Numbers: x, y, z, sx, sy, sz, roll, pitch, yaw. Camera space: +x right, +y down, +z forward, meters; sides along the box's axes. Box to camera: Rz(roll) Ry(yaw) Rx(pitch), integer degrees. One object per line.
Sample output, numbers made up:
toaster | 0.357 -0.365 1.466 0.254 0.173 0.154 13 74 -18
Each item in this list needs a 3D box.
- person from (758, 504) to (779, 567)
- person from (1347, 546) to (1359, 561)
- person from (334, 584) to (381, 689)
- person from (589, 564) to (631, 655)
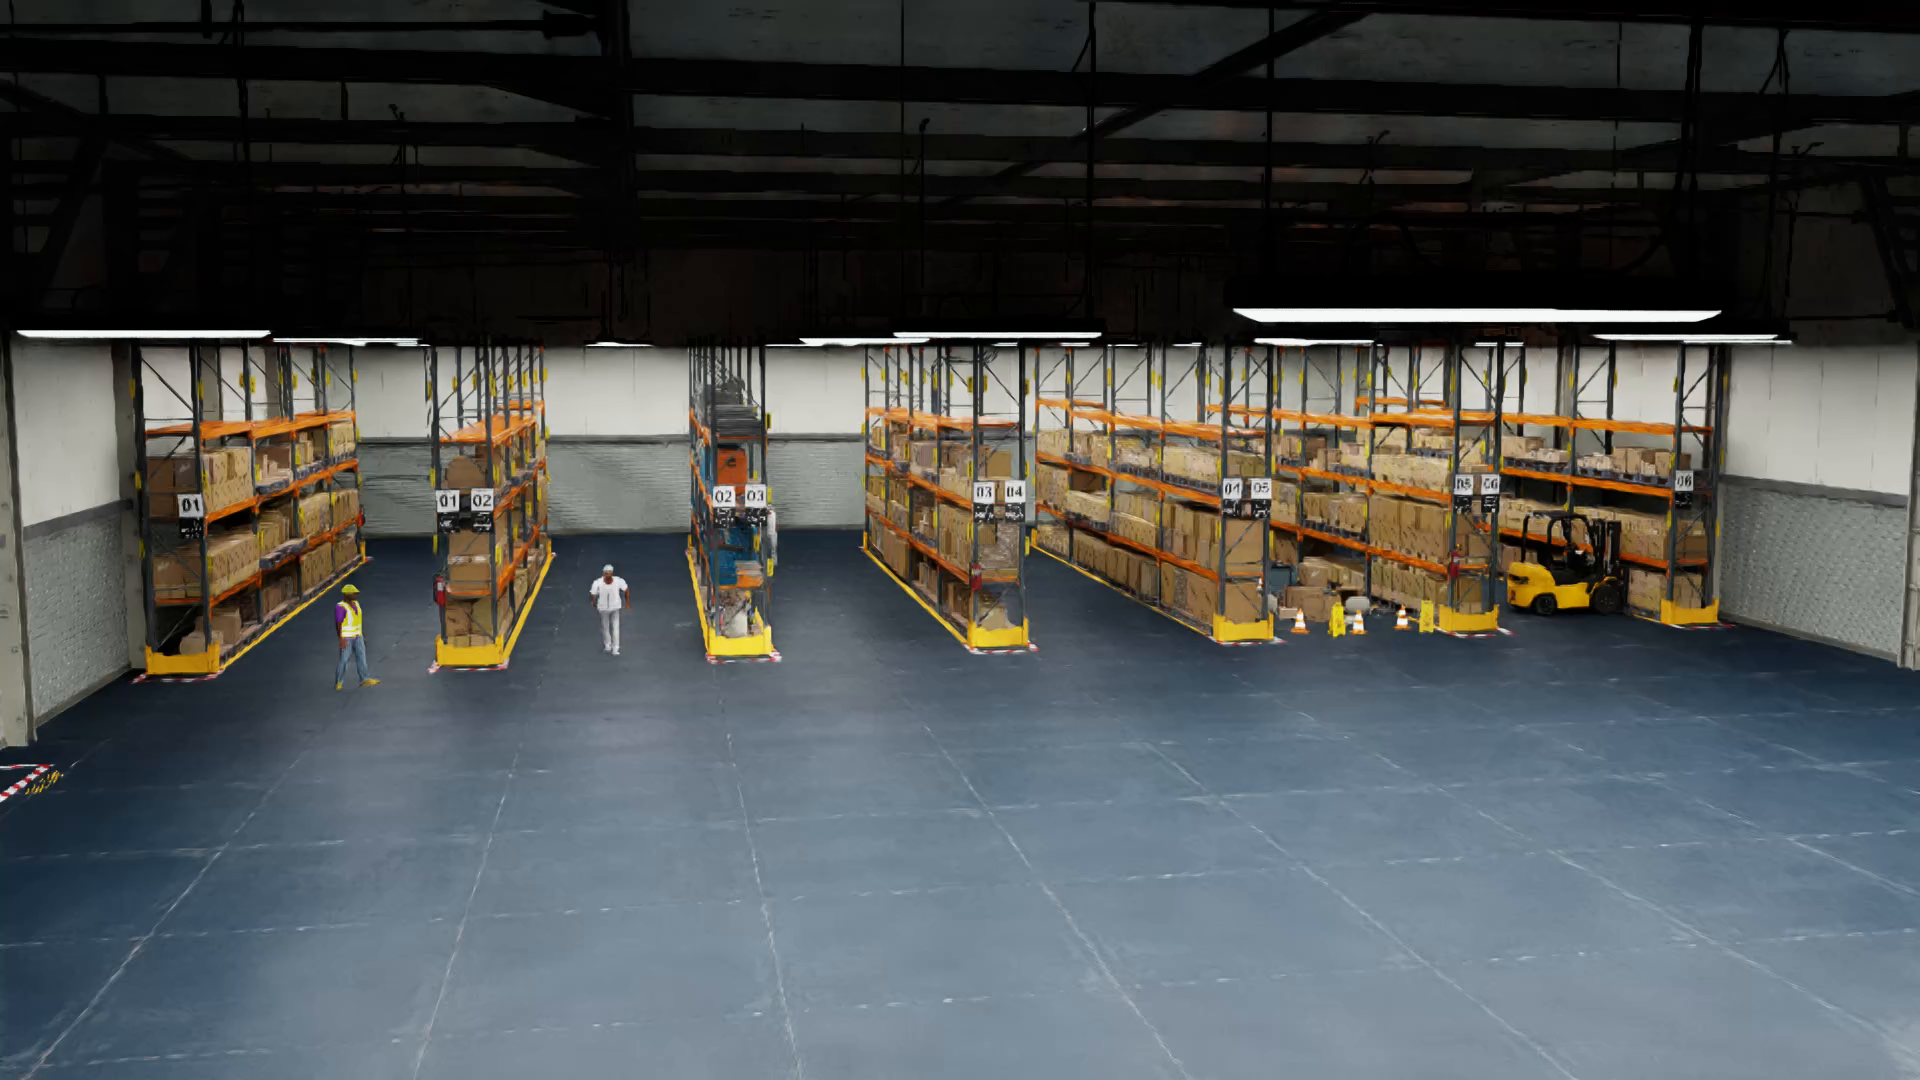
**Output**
person | -5.084 -0.172 43.923 0.567 1.702 1.114 -1 7 -13
person | 10.301 -0.151 43.947 0.544 1.667 0.573 3 7 21
person | -10.271 1.618 28.128 0.532 1.758 0.718 3 7 22
person | -6.613 1.285 31.395 0.734 1.697 0.856 -1 7 -5
